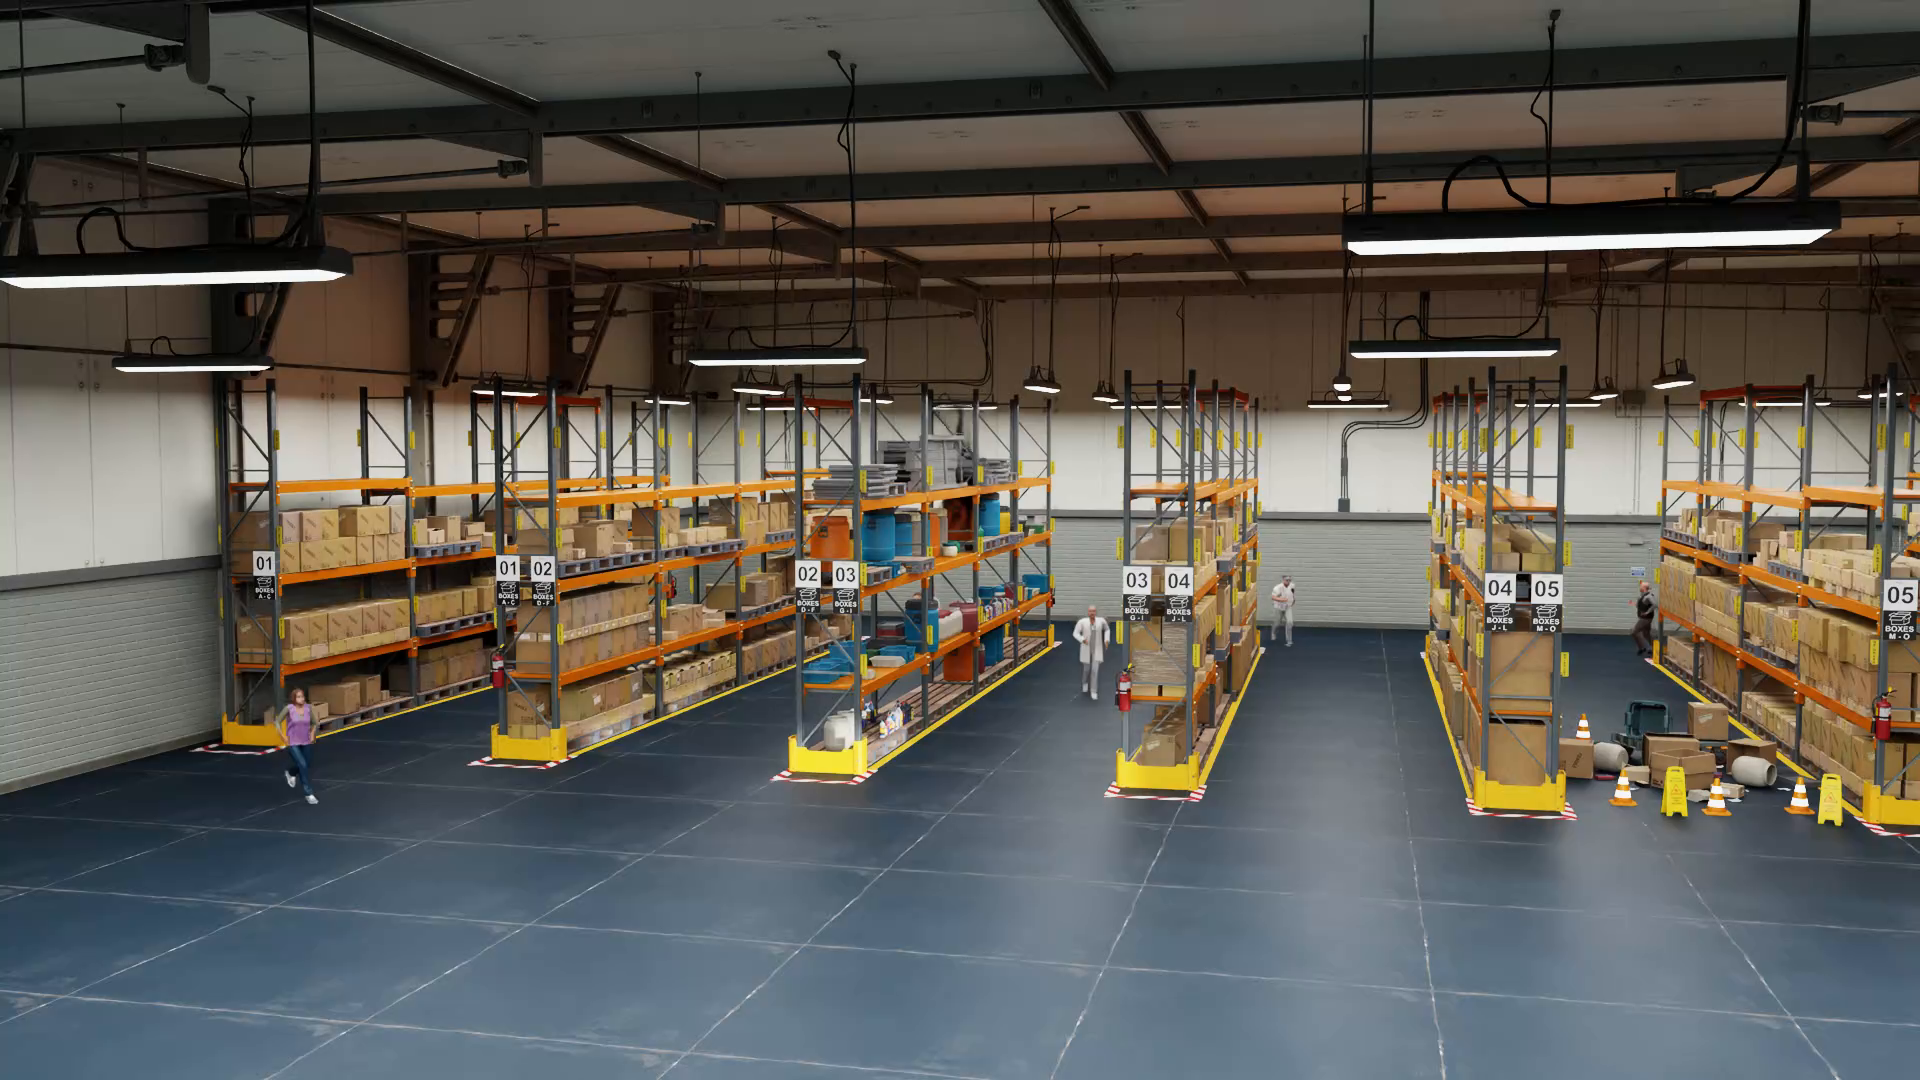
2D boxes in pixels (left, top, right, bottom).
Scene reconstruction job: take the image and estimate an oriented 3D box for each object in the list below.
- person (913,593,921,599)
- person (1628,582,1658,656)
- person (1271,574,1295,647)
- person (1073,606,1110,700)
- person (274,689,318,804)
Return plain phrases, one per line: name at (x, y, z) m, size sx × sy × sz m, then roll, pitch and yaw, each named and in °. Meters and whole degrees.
person at (-0.915, 1.973, 36.776) m, size 0.553 × 1.647 × 0.875 m, roll 0°, pitch 3°, yaw 8°
person at (15.856, 1.853, 38.519) m, size 0.726 × 1.767 × 0.657 m, roll 1°, pitch 4°, yaw 17°
person at (7.912, 1.680, 40.807) m, size 0.698 × 1.730 × 1.020 m, roll -1°, pitch 4°, yaw -16°
person at (2.576, 2.165, 32.473) m, size 0.733 × 1.791 × 0.925 m, roll 0°, pitch 3°, yaw 0°
person at (-9.211, 2.844, 23.097) m, size 0.794 × 1.580 × 0.560 m, roll 3°, pitch 5°, yaw 45°
